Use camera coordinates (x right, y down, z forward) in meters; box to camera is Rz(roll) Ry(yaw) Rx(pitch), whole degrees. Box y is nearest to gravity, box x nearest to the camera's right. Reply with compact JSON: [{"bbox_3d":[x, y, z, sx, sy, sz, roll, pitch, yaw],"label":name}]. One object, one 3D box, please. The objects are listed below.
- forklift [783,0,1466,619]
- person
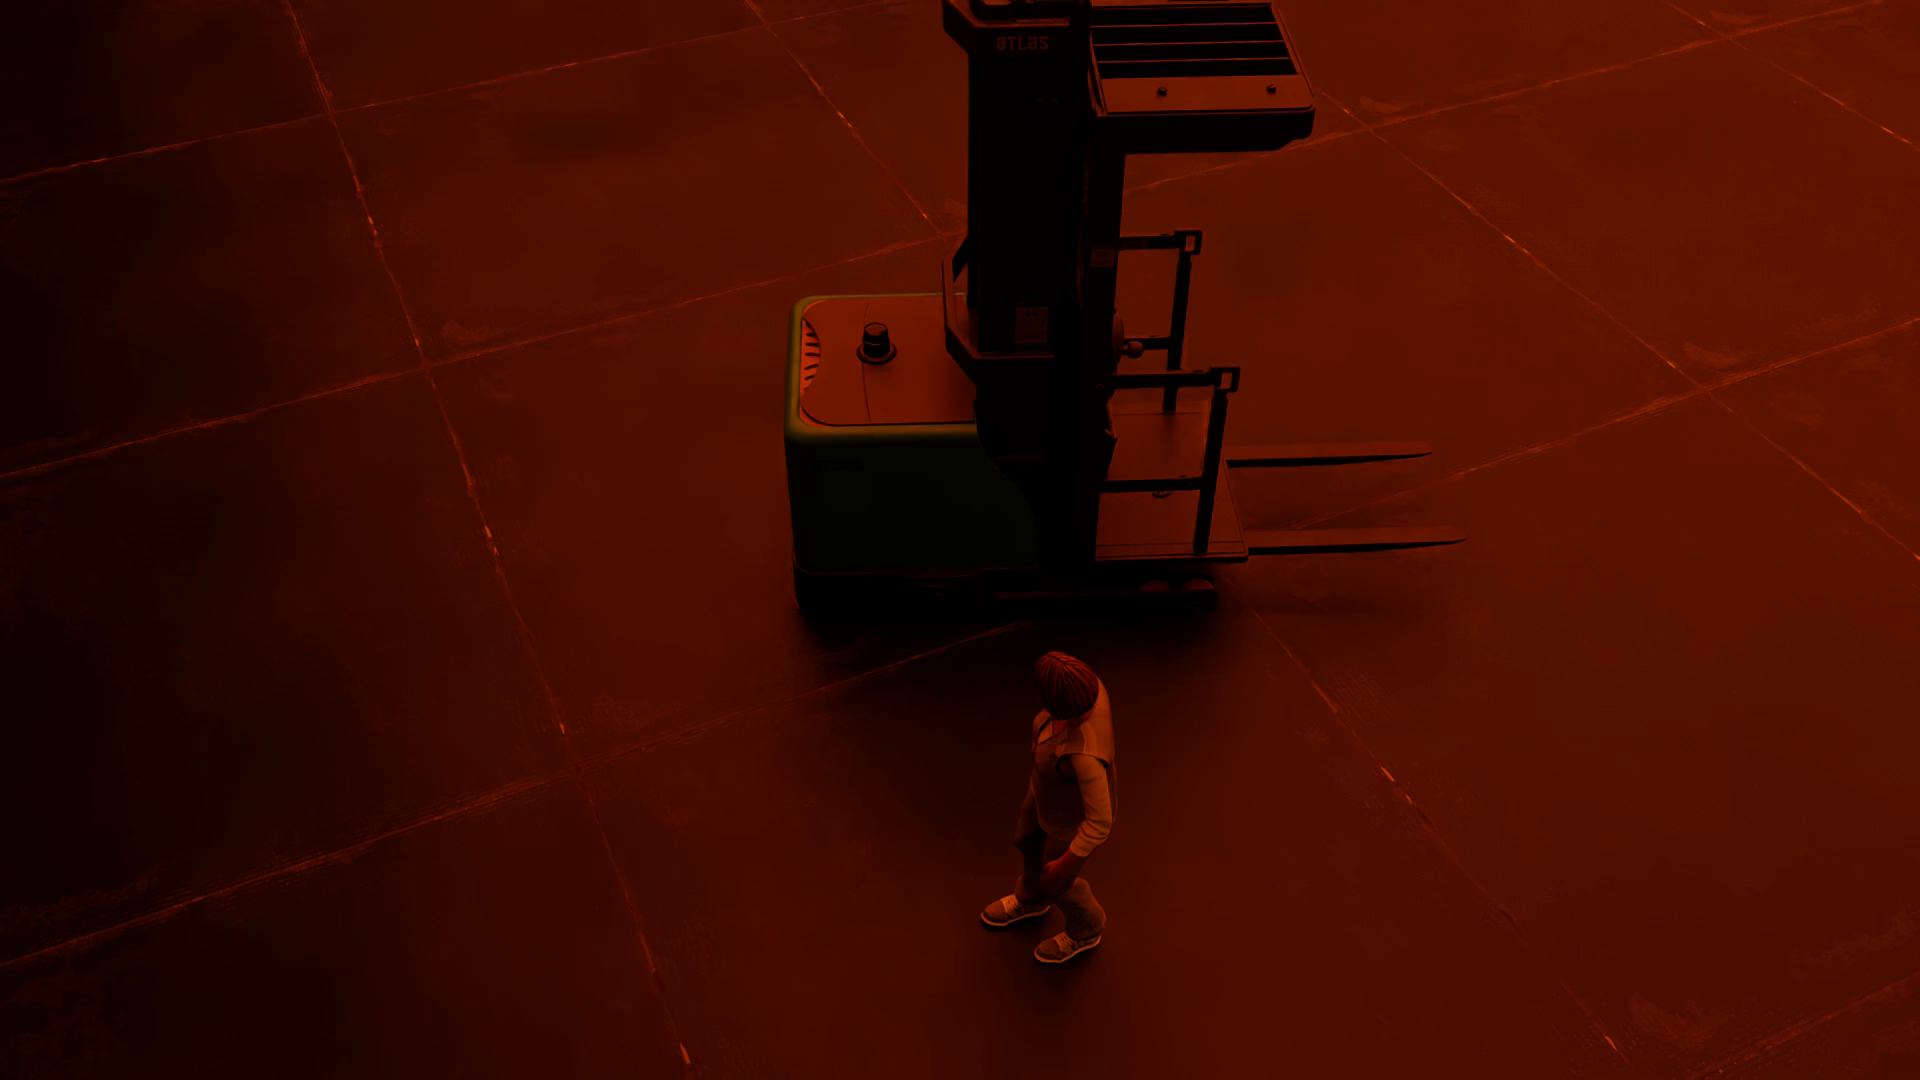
[{"bbox_3d":[0.759,-1.095,6.853,3.031,2.935,1.130,-2,43,-2],"label":"forklift"},{"bbox_3d":[0.322,0.923,5.685,0.449,1.581,0.618,-7,43,-7],"label":"person"}]
